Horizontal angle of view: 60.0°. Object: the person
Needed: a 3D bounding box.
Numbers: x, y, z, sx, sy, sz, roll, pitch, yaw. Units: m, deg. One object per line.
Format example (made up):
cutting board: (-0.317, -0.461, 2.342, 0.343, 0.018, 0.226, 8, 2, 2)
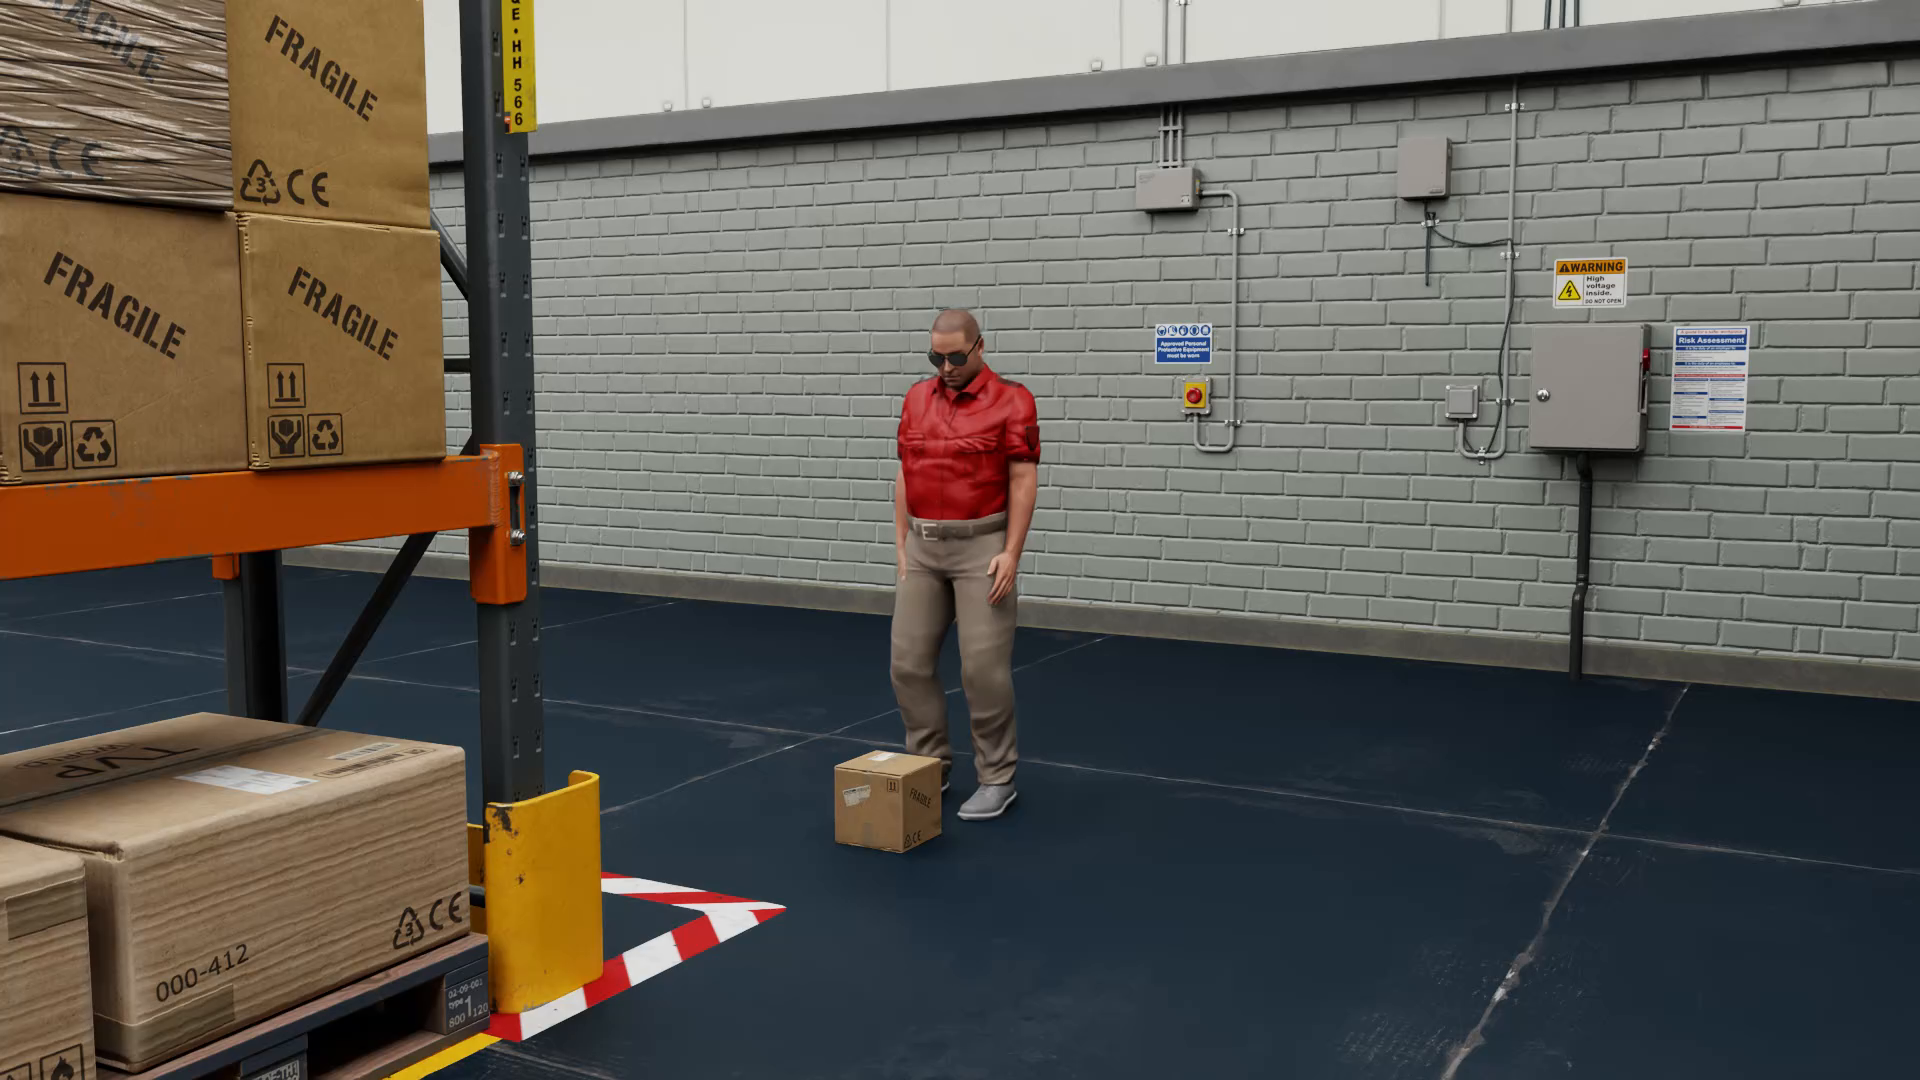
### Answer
person: (0.013, 0.075, 5.659, 0.544, 1.704, 0.375, 3, 7, 30)
